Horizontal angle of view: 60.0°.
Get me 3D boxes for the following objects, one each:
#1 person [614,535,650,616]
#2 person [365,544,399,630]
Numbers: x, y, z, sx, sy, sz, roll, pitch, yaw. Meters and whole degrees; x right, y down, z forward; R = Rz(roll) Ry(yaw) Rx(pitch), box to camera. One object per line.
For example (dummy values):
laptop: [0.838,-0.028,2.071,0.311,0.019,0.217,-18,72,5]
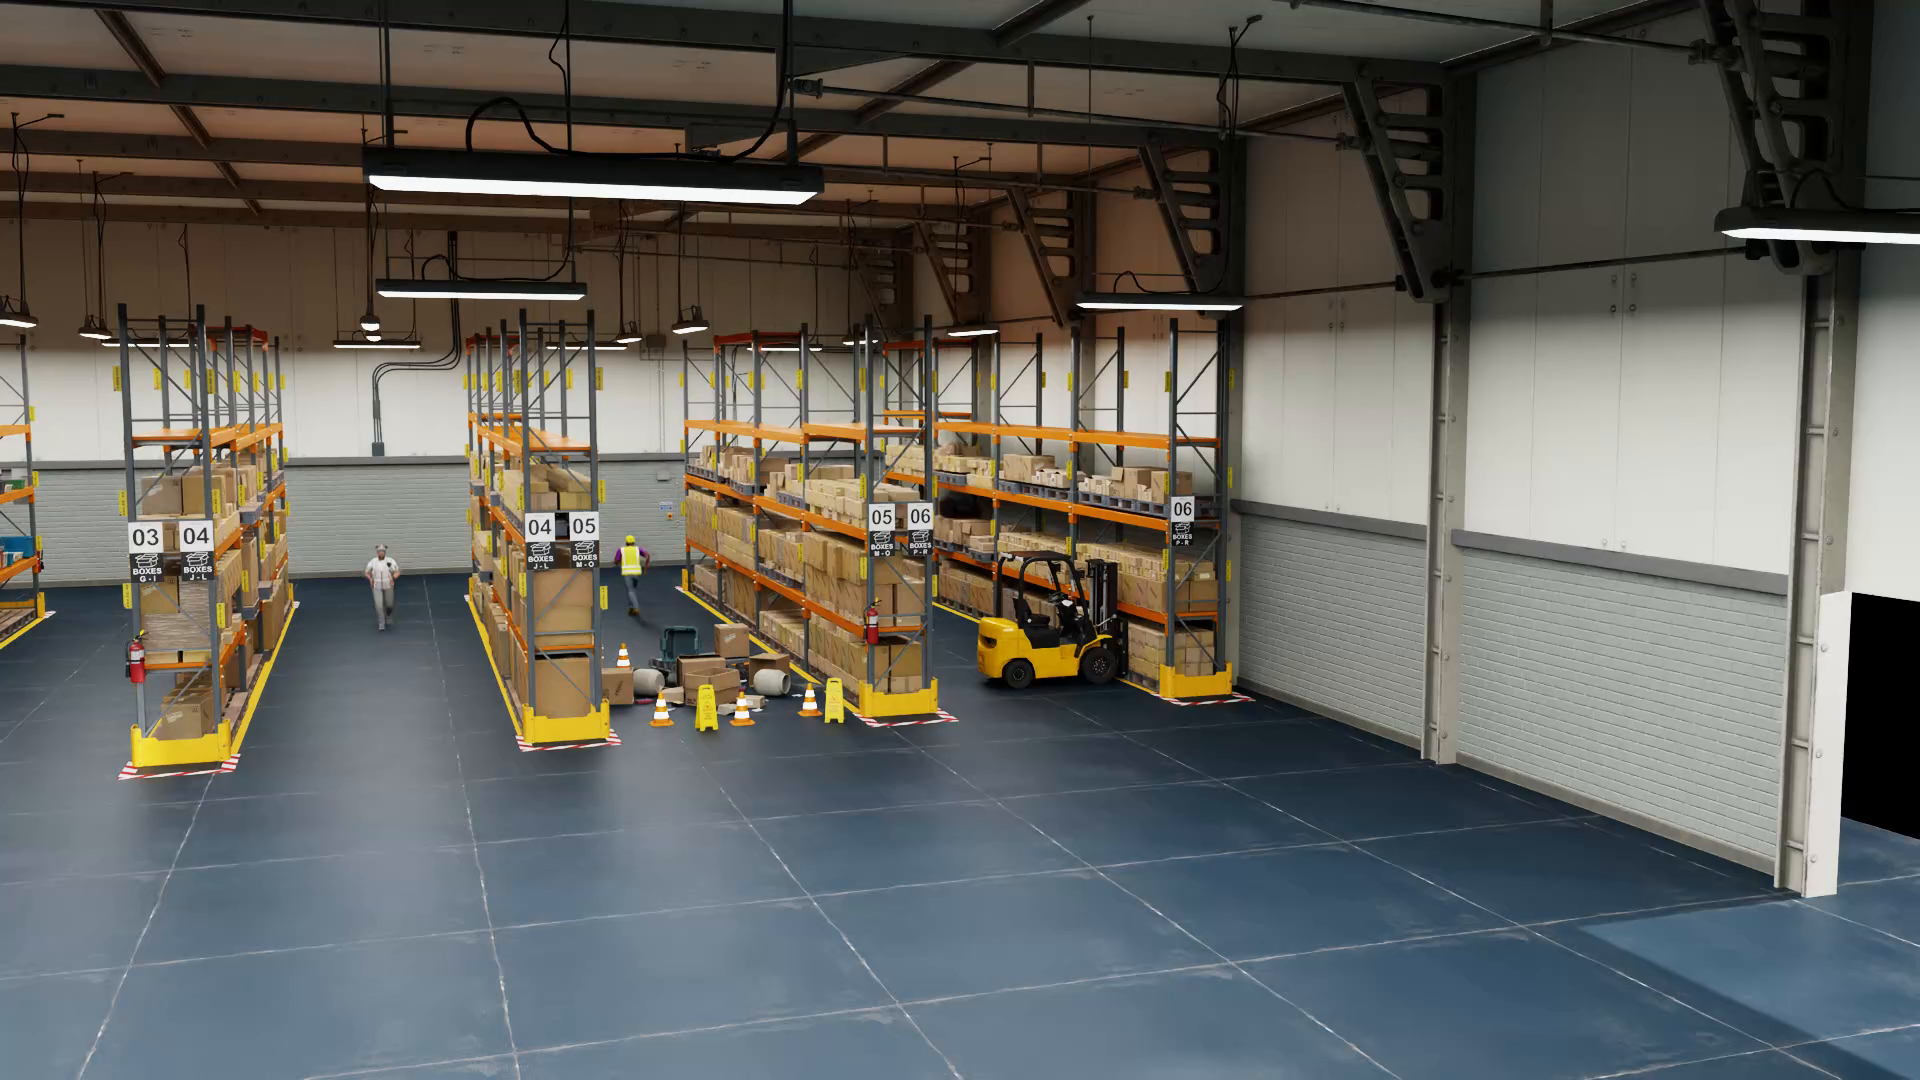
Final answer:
person: [-6.948,0.806,35.269,0.694,1.777,0.995,-3,6,-26]
person: [-11.709,0.941,33.705,0.660,1.732,0.627,-2,6,-19]
